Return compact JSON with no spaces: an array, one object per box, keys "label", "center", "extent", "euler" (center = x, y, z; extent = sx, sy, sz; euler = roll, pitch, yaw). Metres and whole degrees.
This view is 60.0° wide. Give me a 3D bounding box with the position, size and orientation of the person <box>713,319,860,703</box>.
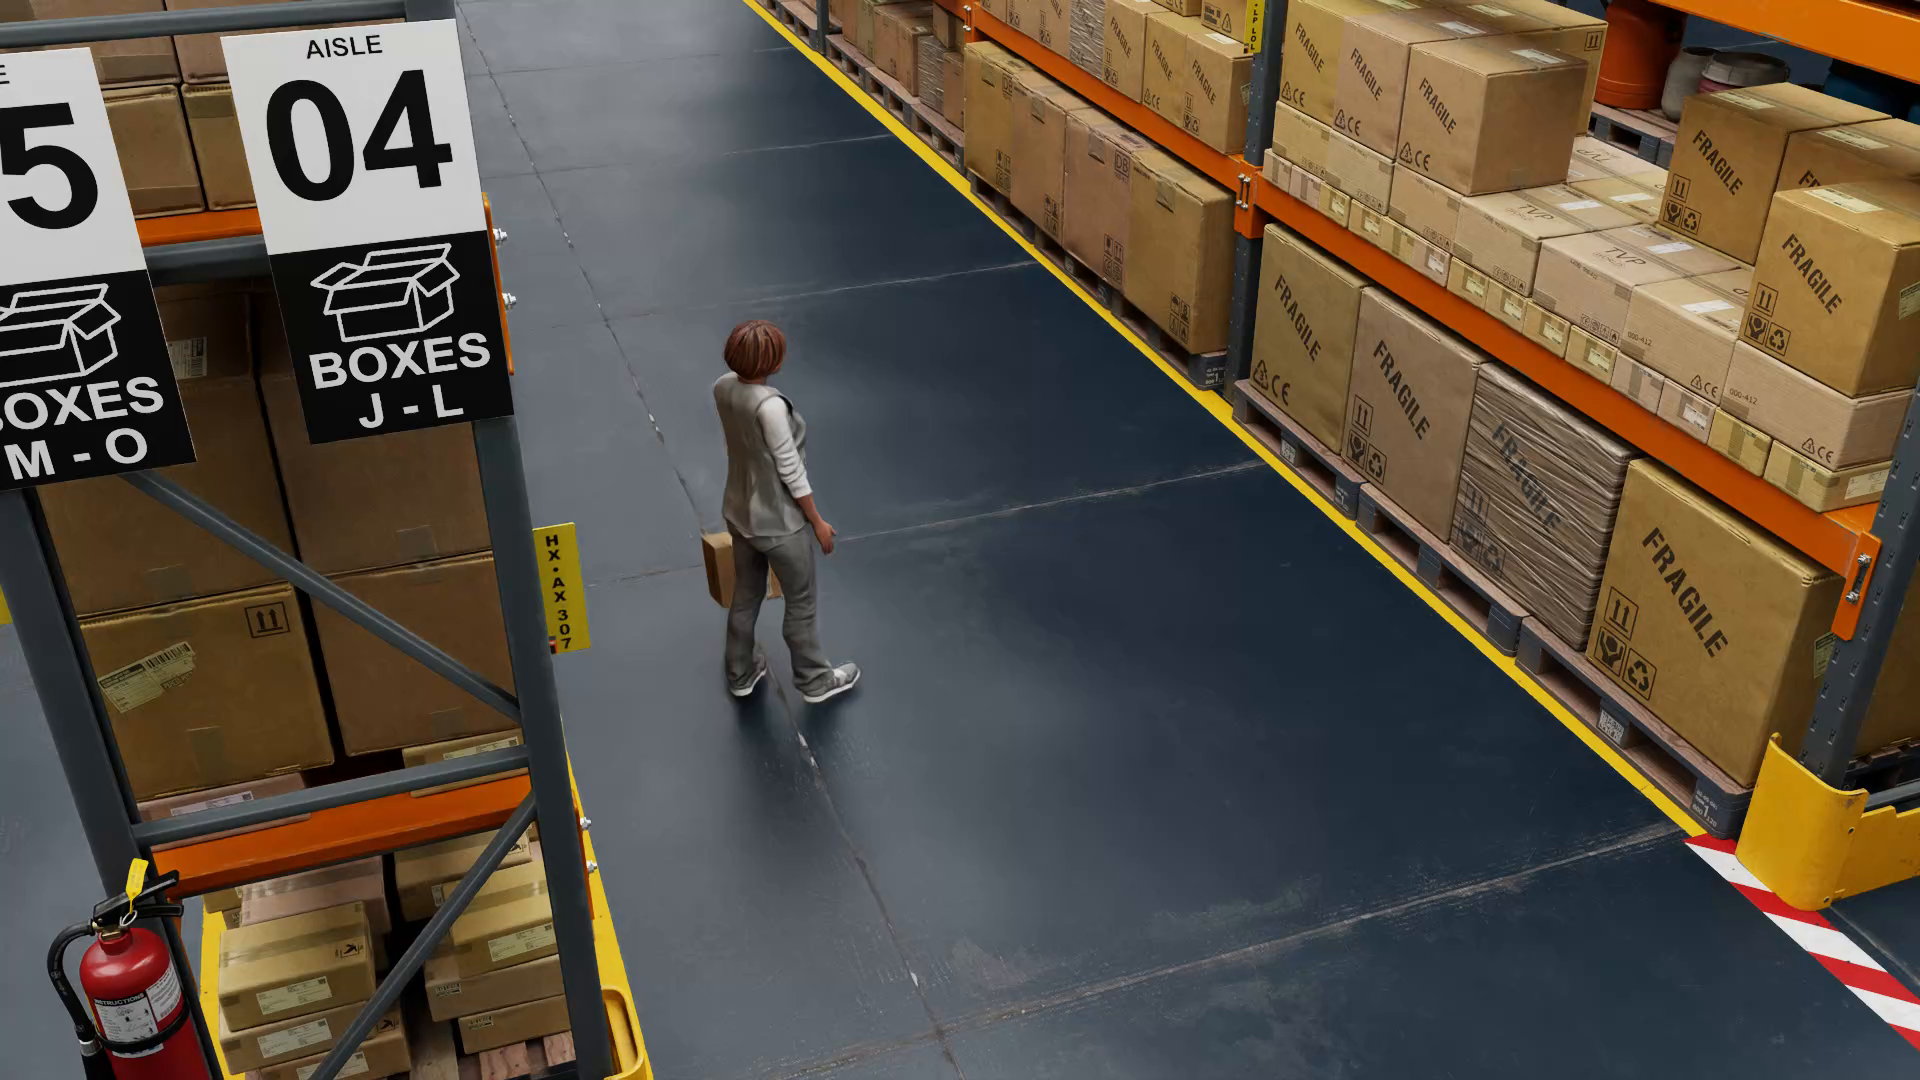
[{"label":"person","center":[-0.669,-0.098,6.261],"extent":[0.489,1.603,0.487],"euler":[-22,37,-33]}]
